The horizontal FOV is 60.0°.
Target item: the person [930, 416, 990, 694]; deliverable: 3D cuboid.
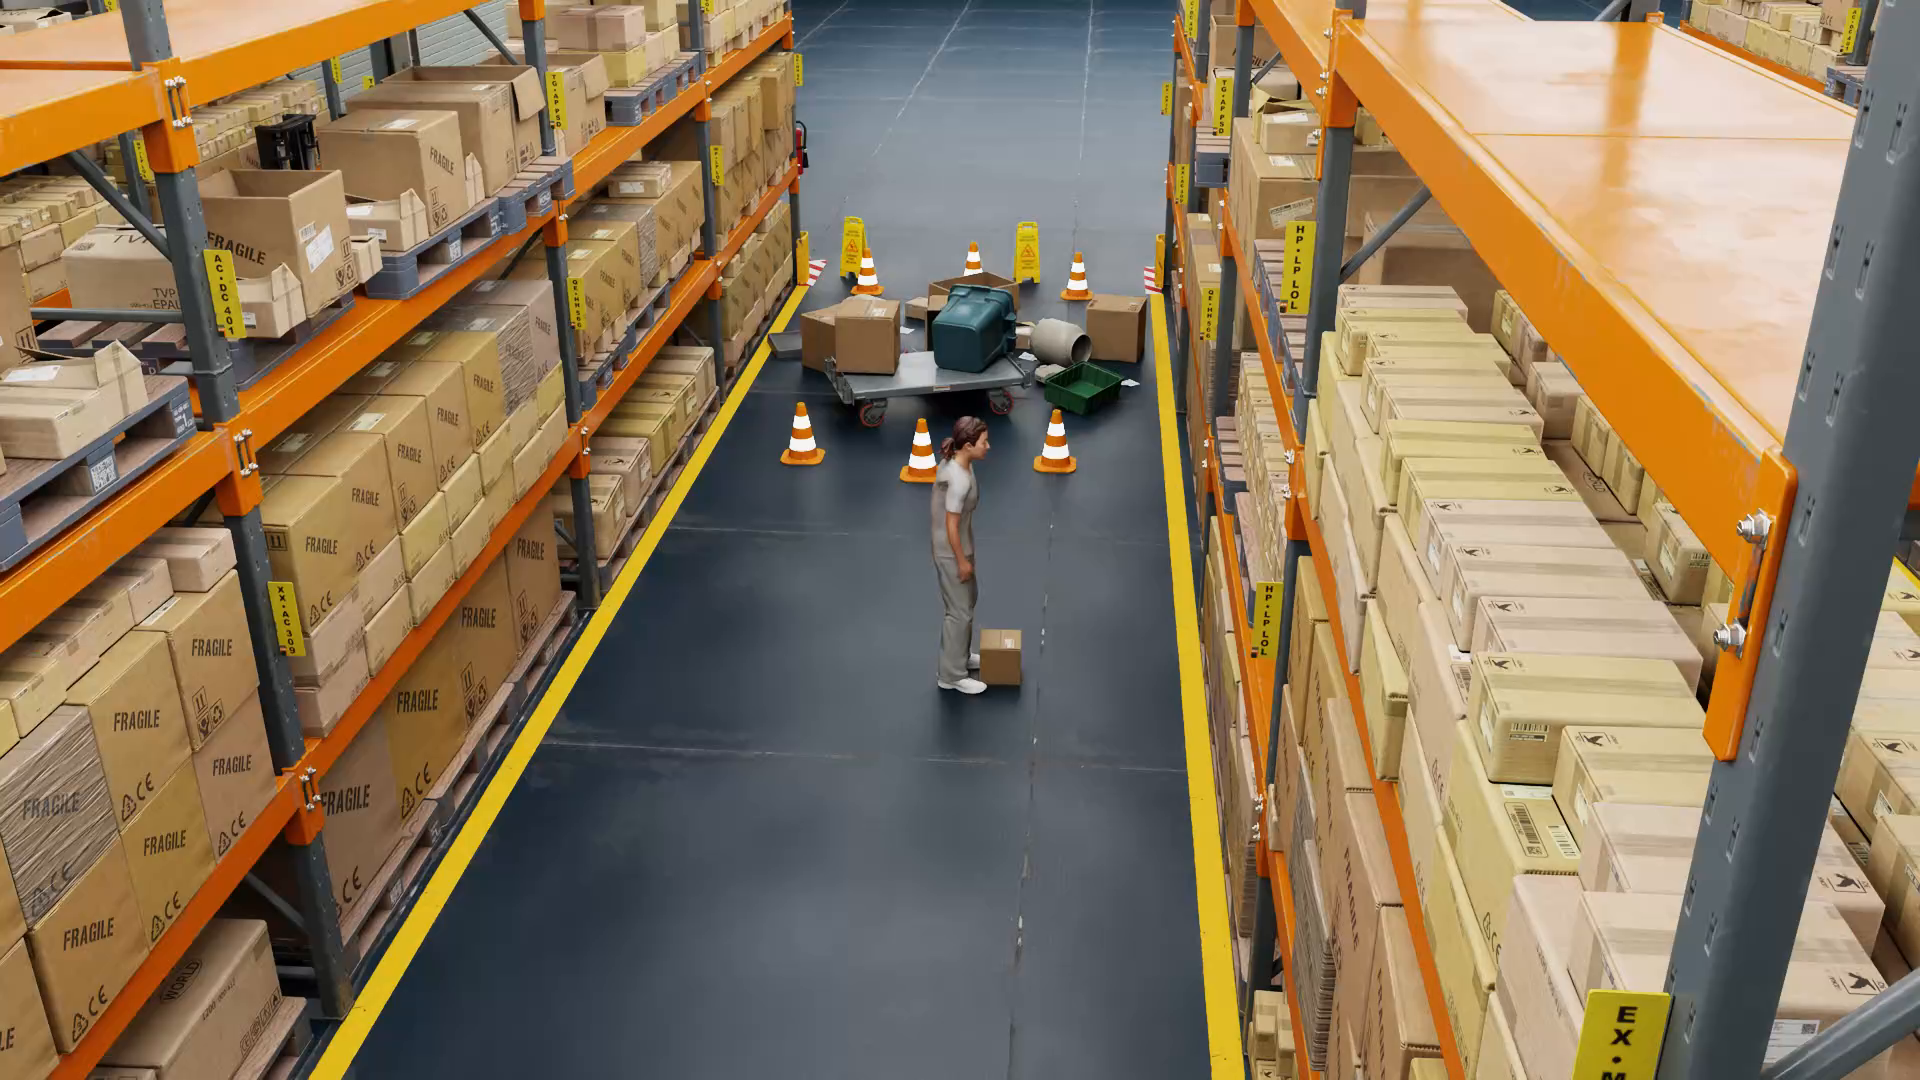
[{"bbox_3d":[-0.001,0.064,9.856,0.351,1.672,0.501,1,25,3],"label":"person"}]
